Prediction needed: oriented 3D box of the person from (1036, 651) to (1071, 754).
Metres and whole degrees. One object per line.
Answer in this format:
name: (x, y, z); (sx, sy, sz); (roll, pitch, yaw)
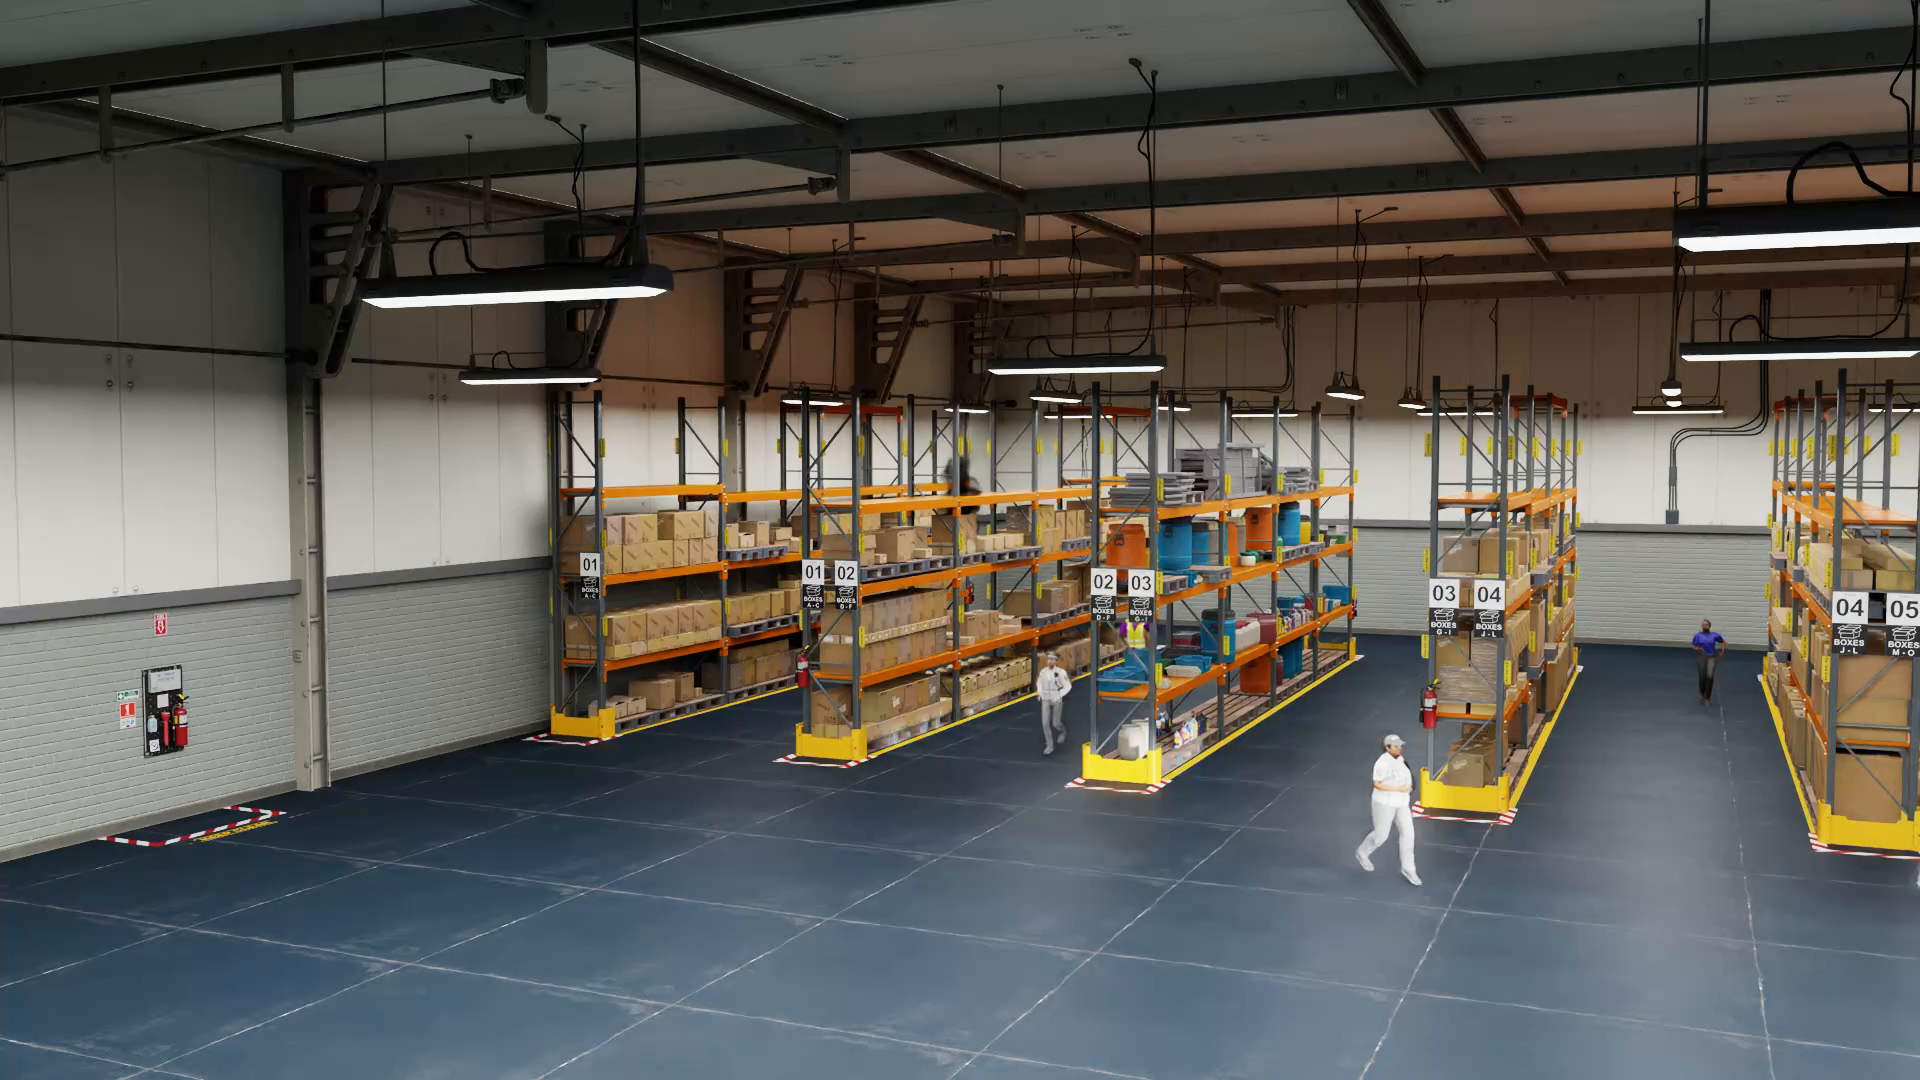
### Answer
person: (1.537, 2.652, 27.440); (0.632, 1.677, 0.758); (1, 3, 21)

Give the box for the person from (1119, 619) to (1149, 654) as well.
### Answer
person: (3.564, 2.241, 33.887); (0.677, 1.823, 0.737); (1, 3, 15)

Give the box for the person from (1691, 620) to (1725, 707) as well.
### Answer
person: (14.612, 2.410, 32.519); (0.582, 1.677, 0.779); (2, 4, 31)

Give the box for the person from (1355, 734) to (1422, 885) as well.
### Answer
person: (4.985, 3.103, 19.329); (0.617, 1.716, 0.863); (-2, 4, -36)
